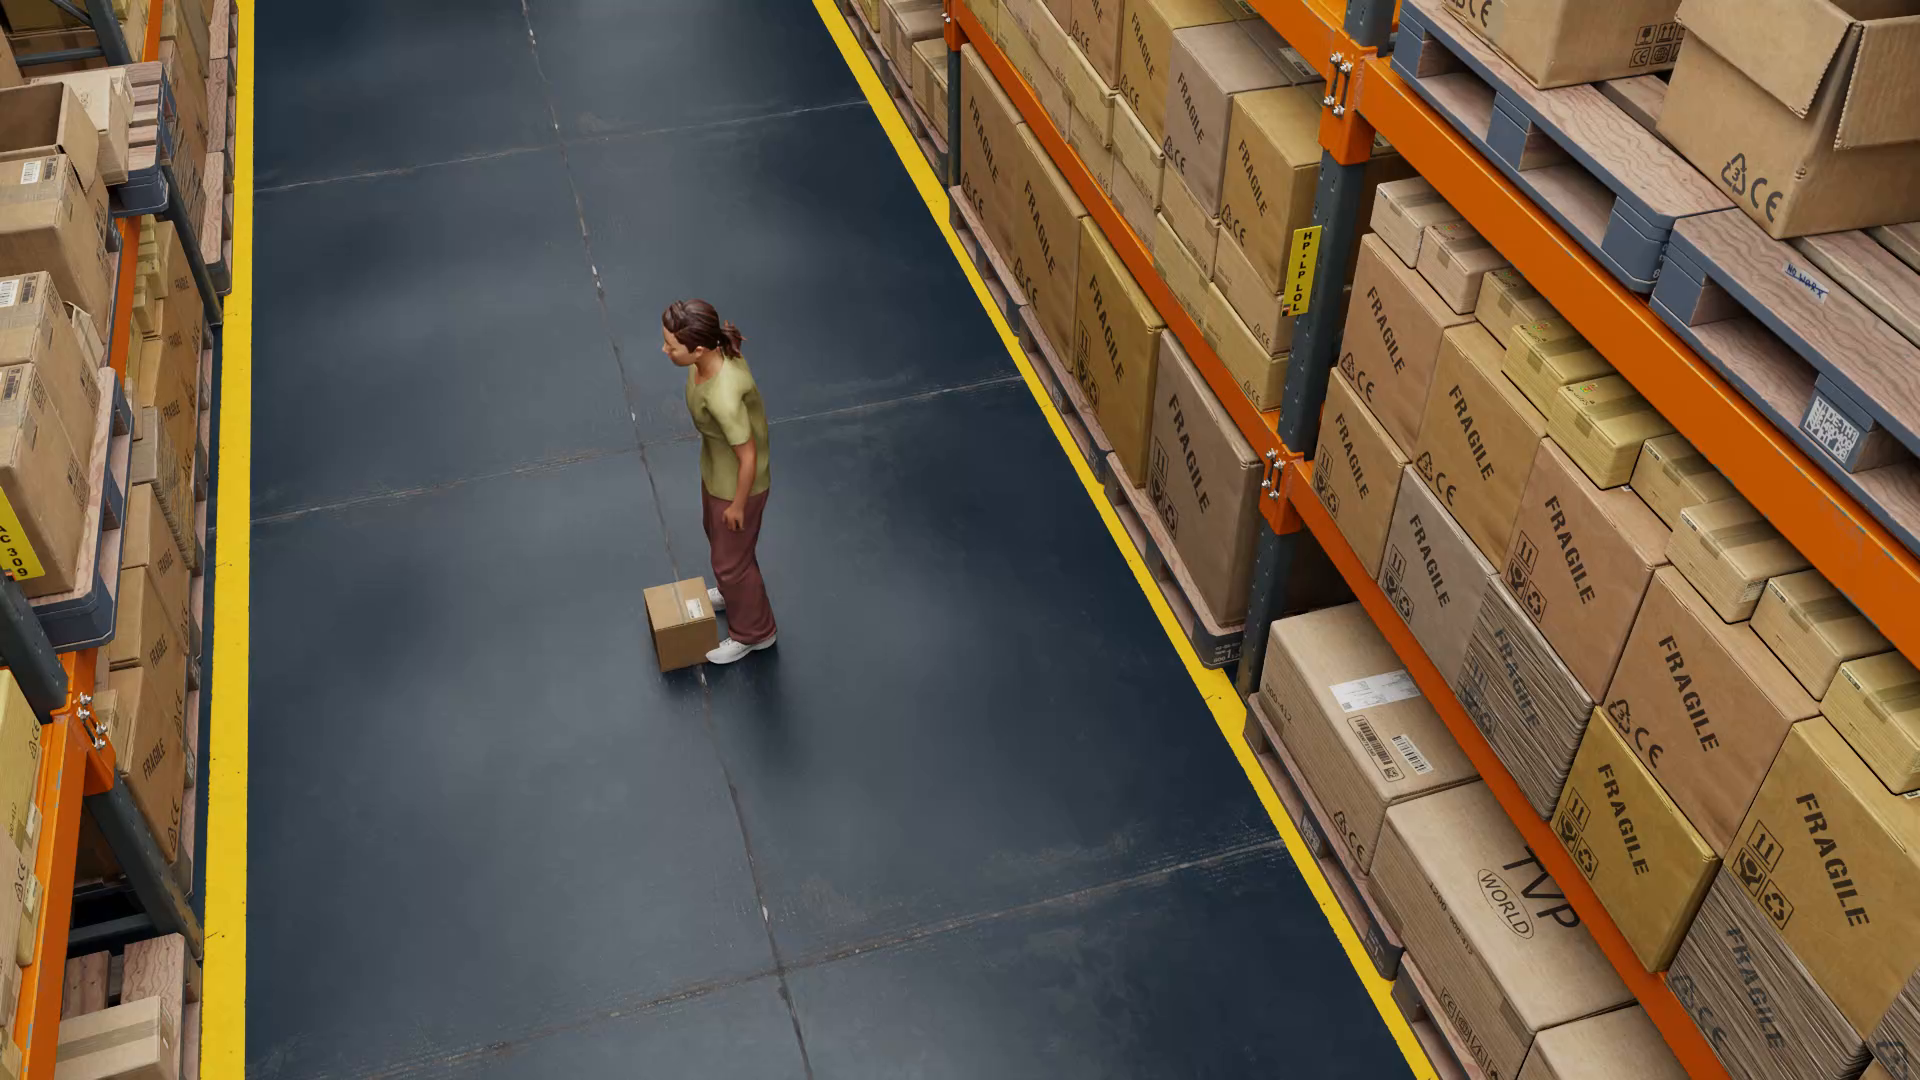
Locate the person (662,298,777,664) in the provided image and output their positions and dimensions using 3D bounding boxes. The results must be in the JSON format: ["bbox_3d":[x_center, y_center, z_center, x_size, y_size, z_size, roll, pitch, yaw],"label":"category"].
[{"bbox_3d":[-0.911,-0.237,6.421,0.365,1.672,0.498,-12,44,-13],"label":"person"}]
